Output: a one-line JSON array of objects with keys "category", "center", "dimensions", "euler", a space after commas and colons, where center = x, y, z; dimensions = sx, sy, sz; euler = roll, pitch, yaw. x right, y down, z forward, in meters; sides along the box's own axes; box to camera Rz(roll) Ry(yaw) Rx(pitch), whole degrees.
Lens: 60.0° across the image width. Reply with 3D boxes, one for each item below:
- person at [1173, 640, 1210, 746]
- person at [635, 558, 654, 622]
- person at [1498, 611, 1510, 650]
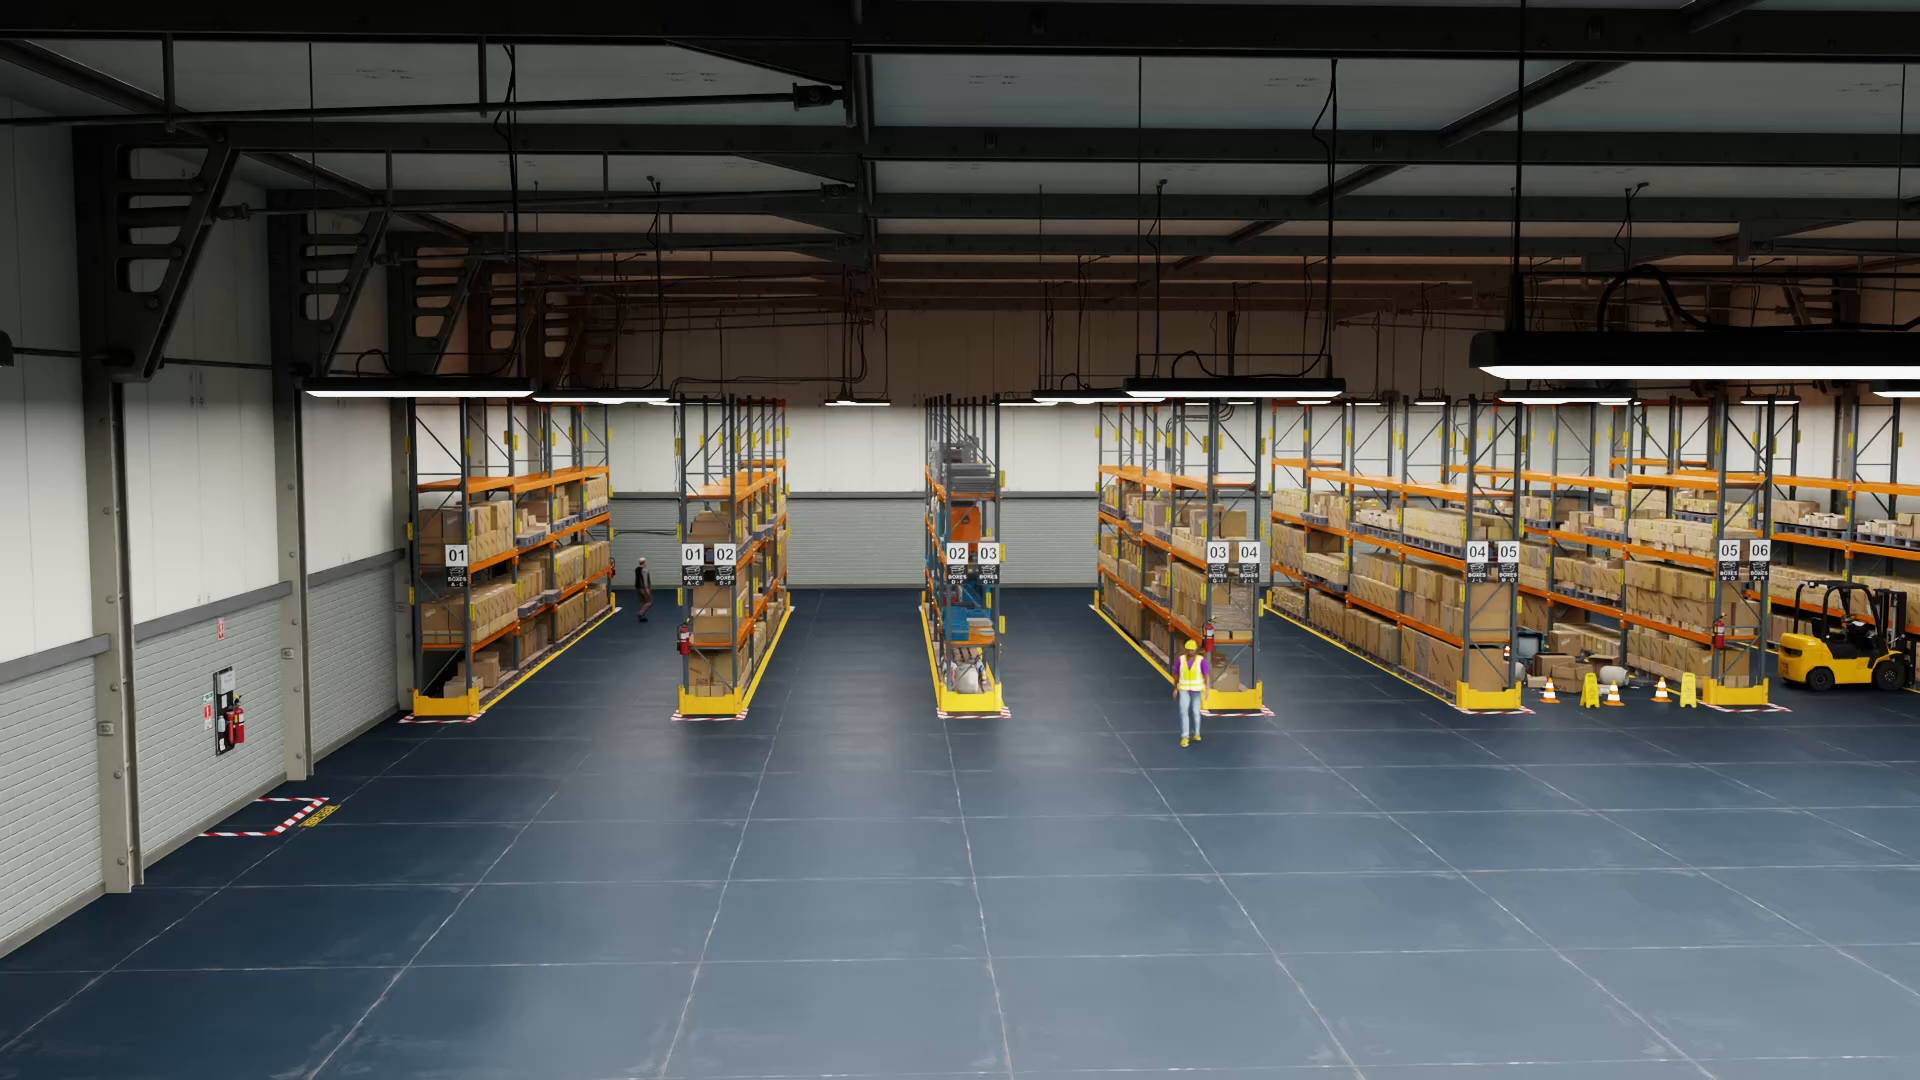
[{"category": "person", "center": [3.953, 2.602, 28.467], "dimensions": [0.642, 1.787, 0.641], "euler": [1, 5, 16]}, {"category": "person", "center": [-8.539, 1.336, 44.663], "dimensions": [0.478, 1.724, 0.567], "euler": [-4, 6, -41]}, {"category": "person", "center": [12.892, 1.769, 39.354], "dimensions": [0.580, 1.752, 0.413], "euler": [-3, 5, -34]}]
